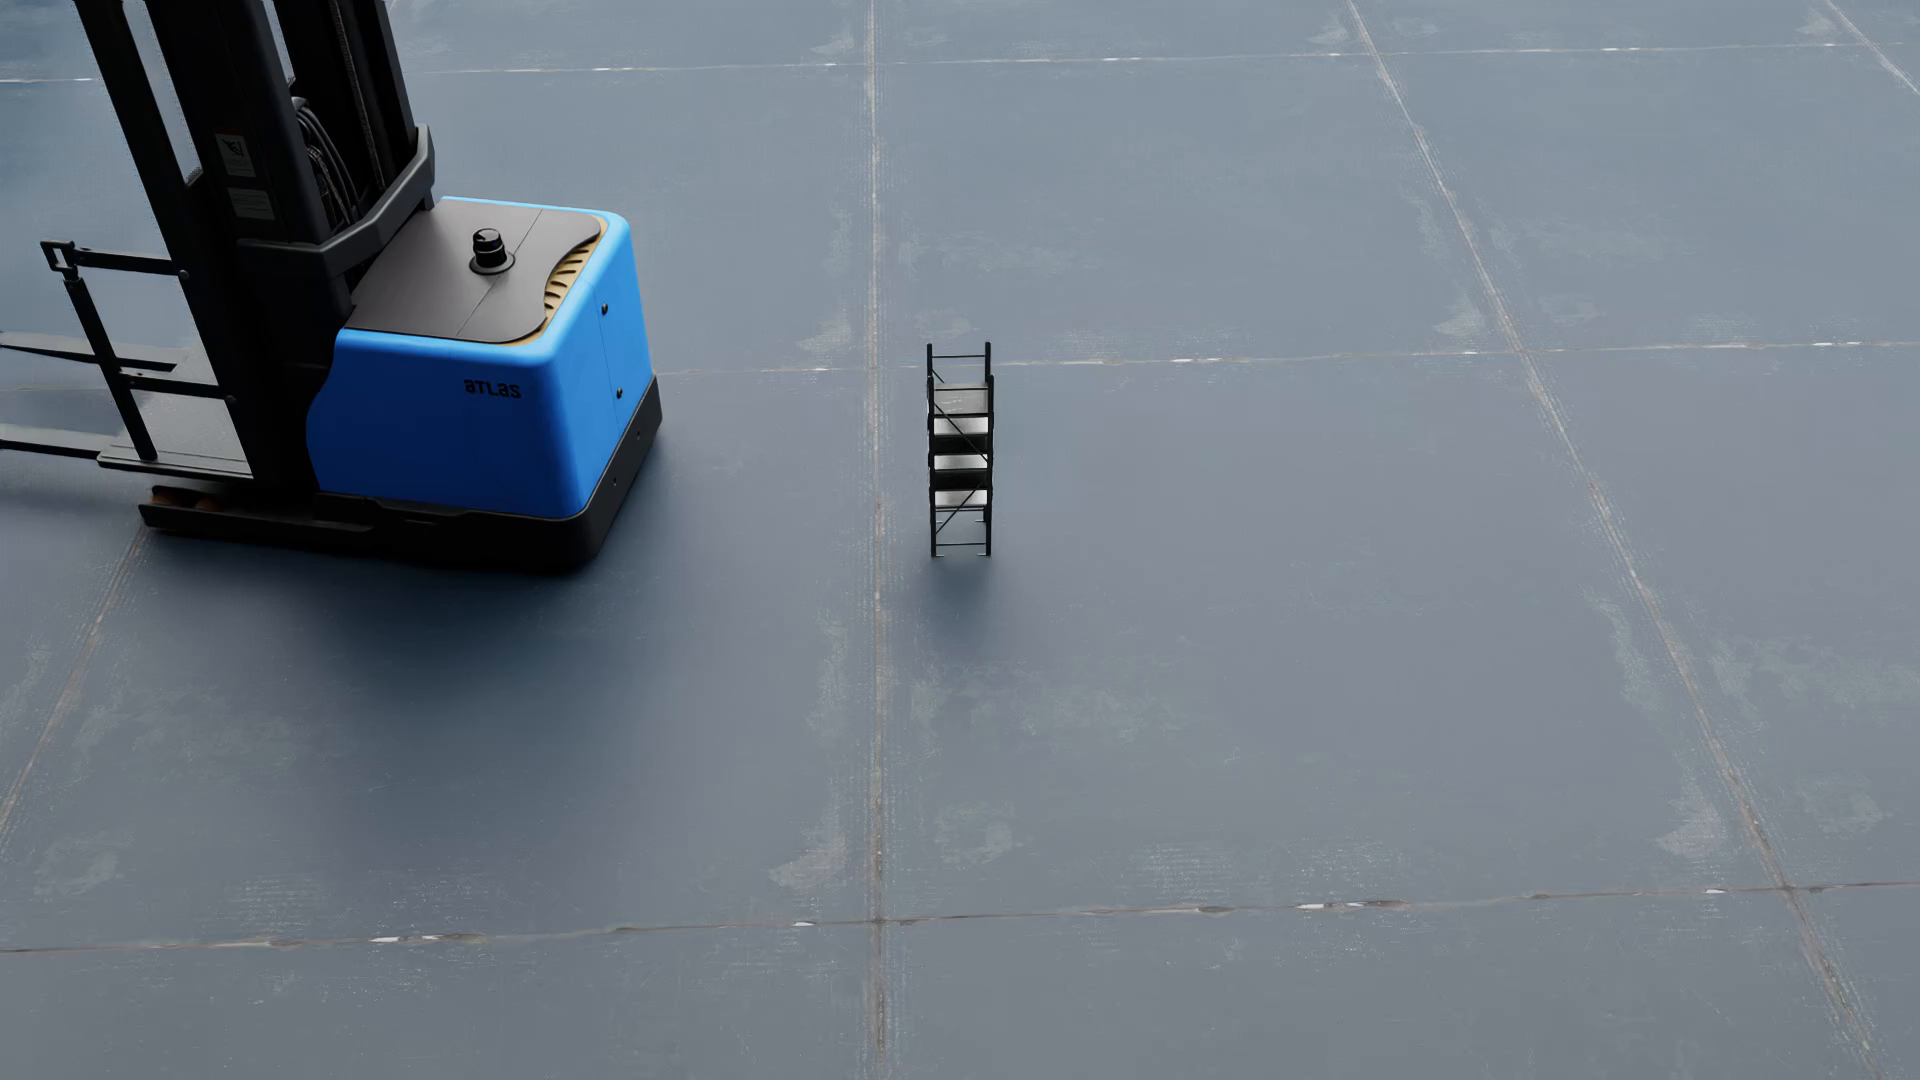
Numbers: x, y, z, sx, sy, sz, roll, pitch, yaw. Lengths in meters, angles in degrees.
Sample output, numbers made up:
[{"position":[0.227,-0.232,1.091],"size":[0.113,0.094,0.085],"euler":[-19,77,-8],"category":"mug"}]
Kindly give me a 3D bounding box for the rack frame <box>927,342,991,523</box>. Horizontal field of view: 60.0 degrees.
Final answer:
[{"position":[-0.005,-0.406,6.527],"size":[0.240,0.900,0.006],"euler":[-2,43,-2],"category":"rack frame"}]

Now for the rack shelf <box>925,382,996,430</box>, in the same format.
[{"position":[0.000,-0.512,6.292],"size":[0.258,0.077,0.200],"euler":[-2,43,-2],"category":"rack shelf"}]

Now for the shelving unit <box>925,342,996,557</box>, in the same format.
[{"position":[0.000,-0.337,6.452],"size":[0.258,0.900,0.210],"euler":[-2,43,-2],"category":"shelving unit"}]

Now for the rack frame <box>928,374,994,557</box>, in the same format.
[{"position":[0.004,-0.269,6.377],"size":[0.240,0.900,0.006],"euler":[-2,43,-2],"category":"rack frame"}]

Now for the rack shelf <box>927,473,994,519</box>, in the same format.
[{"position":[0.000,-0.180,6.596],"size":[0.258,0.077,0.200],"euler":[-2,43,-2],"category":"rack shelf"}]

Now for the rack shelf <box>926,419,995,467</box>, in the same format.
[{"position":[0.000,-0.379,6.414],"size":[0.258,0.077,0.200],"euler":[-2,43,-2],"category":"rack shelf"}]

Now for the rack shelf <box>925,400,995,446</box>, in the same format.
[{"position":[0.000,-0.445,6.353],"size":[0.258,0.077,0.200],"euler":[-2,43,-2],"category":"rack shelf"}]

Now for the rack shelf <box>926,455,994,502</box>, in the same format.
[{"position":[0.000,-0.246,6.535],"size":[0.258,0.077,0.200],"euler":[-2,43,-2],"category":"rack shelf"}]

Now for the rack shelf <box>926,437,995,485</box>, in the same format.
[{"position":[0.000,-0.313,6.474],"size":[0.258,0.077,0.200],"euler":[-2,43,-2],"category":"rack shelf"}]

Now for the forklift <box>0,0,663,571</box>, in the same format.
[{"position":[-2.857,-1.437,6.149],"size":[3.031,2.935,1.130],"euler":[7,43,7],"category":"forklift"}]
